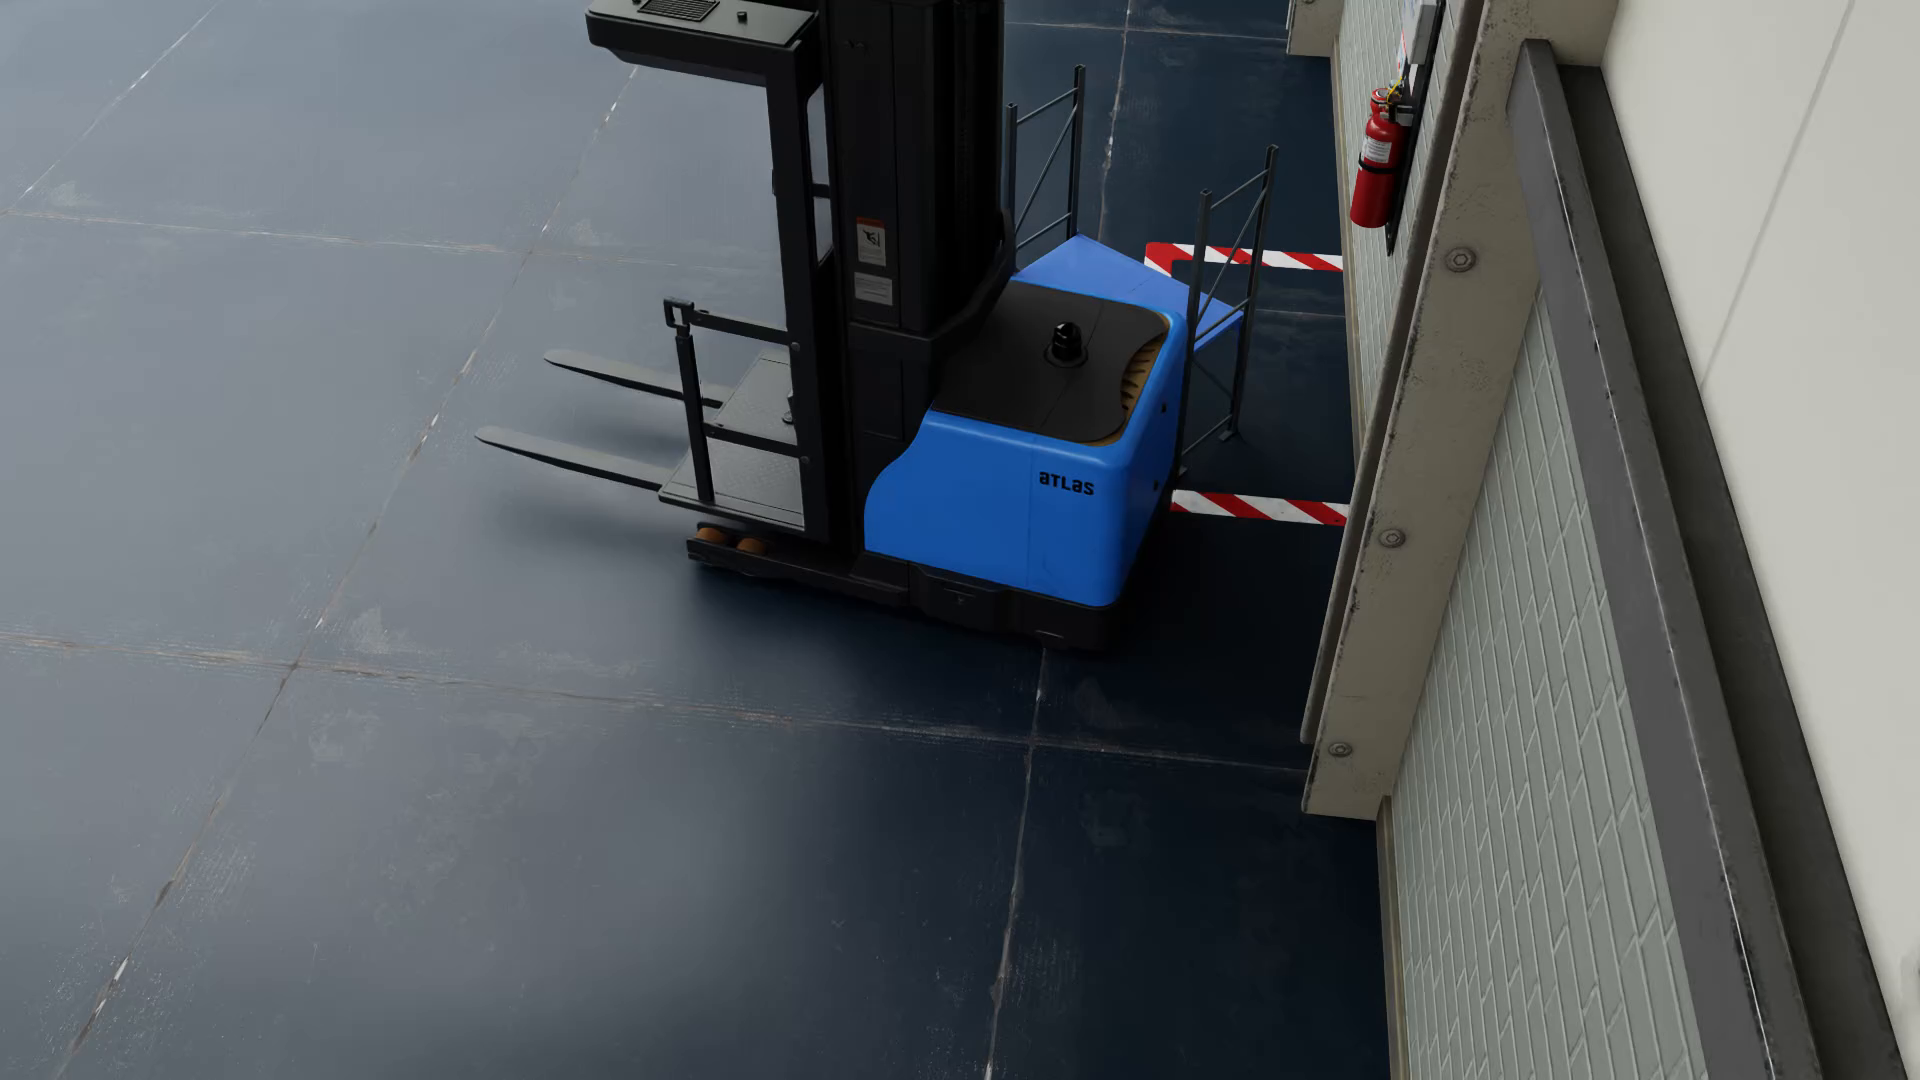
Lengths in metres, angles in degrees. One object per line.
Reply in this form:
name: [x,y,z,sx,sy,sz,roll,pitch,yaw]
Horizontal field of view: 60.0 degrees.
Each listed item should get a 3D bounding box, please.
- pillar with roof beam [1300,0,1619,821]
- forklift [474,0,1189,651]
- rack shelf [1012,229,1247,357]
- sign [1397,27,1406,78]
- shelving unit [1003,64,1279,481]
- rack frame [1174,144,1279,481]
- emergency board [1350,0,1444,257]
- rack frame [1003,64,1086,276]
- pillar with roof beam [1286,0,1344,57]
pillar with roof beam: [-2.813,-2.764,3.647,9.100,9.000,0.400,5,44,6]
forklift: [-0.640,-1.235,6.445,3.031,2.935,1.130,14,45,14]
rack shelf: [0.747,-1.045,7.547,1.000,0.185,0.538,32,52,29]
sign: [1.994,-2.256,7.447,0.001,0.329,0.234,5,44,6]
shelving unit: [0.747,-1.176,7.423,1.048,1.500,0.538,32,52,29]
rack frame: [1.123,-0.940,7.174,0.032,1.500,0.500,32,52,29]
emergency board: [1.818,-1.875,7.071,0.194,1.169,0.643,5,44,6]
rack frame: [0.372,-1.411,7.672,0.032,1.500,0.500,32,52,29]
pillar with roof beam: [-2.020,-6.853,7.965,9.100,9.000,0.400,5,44,6]
